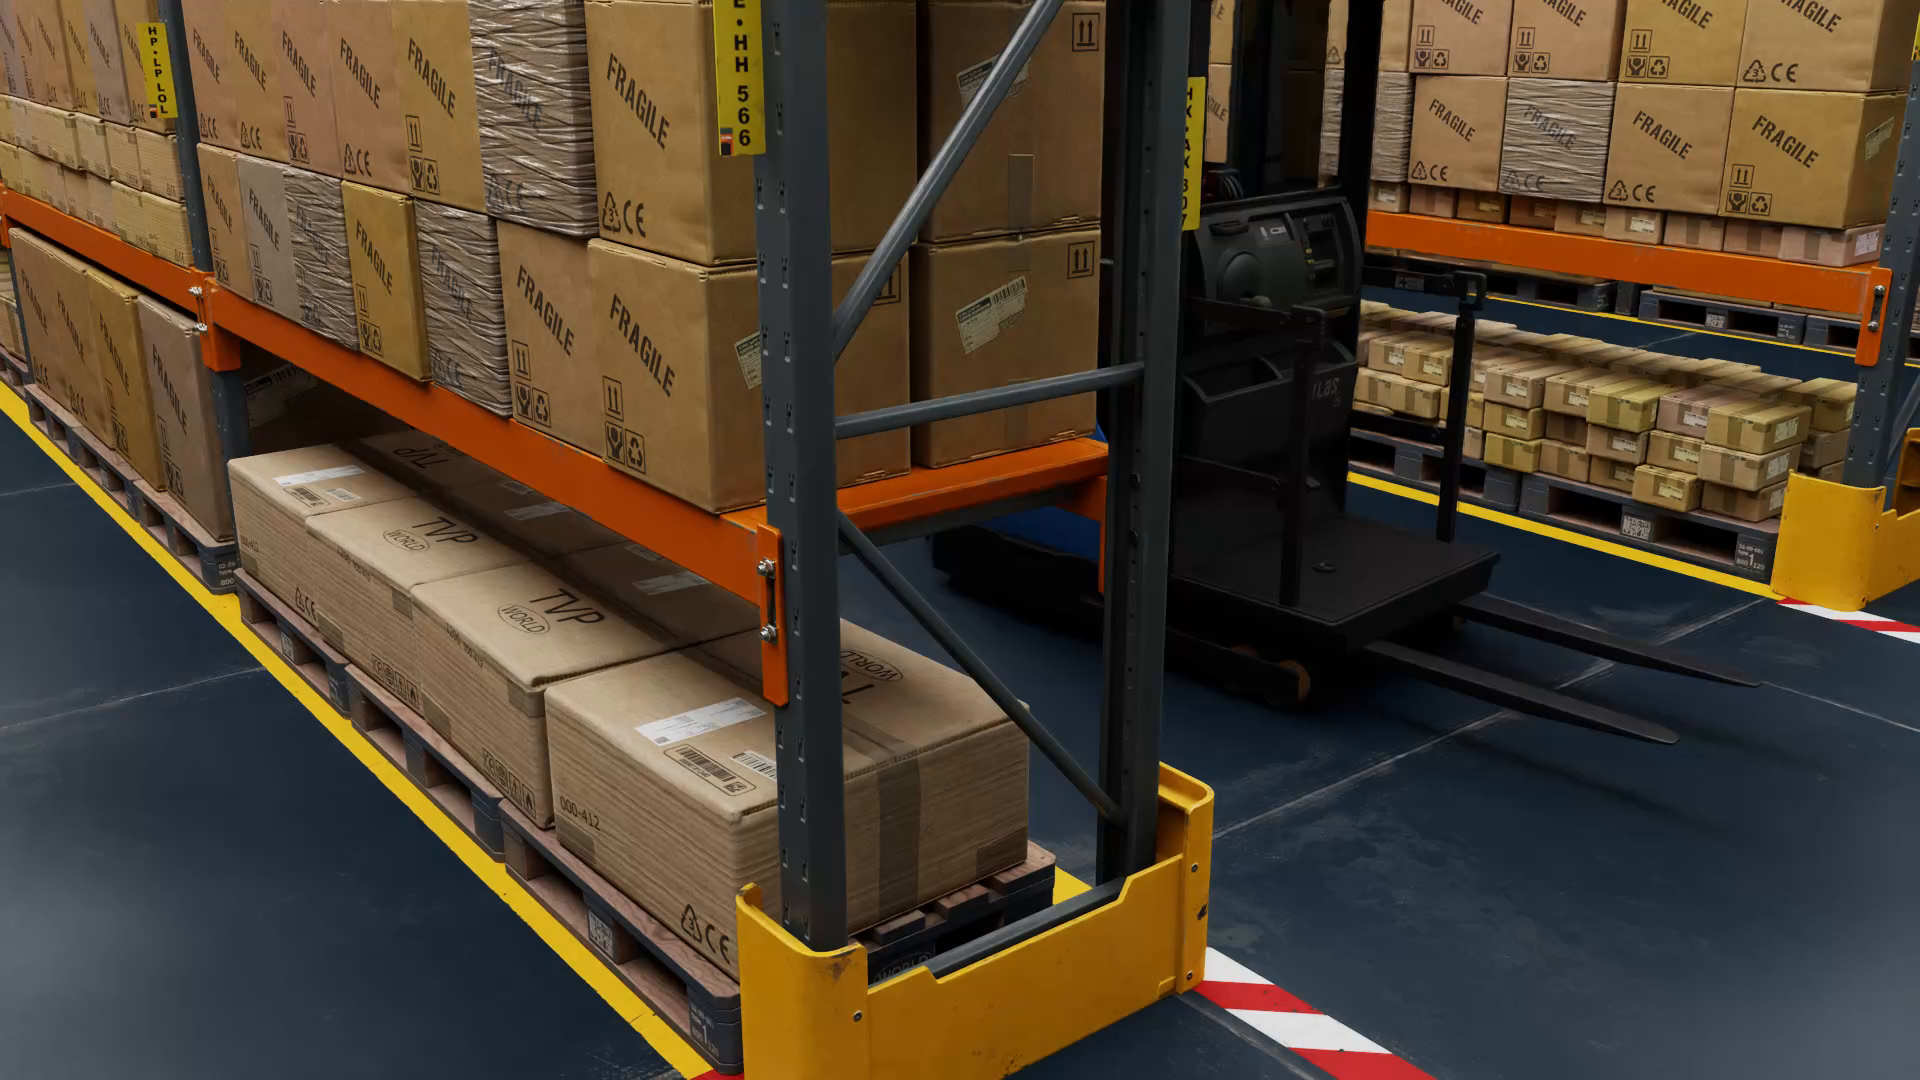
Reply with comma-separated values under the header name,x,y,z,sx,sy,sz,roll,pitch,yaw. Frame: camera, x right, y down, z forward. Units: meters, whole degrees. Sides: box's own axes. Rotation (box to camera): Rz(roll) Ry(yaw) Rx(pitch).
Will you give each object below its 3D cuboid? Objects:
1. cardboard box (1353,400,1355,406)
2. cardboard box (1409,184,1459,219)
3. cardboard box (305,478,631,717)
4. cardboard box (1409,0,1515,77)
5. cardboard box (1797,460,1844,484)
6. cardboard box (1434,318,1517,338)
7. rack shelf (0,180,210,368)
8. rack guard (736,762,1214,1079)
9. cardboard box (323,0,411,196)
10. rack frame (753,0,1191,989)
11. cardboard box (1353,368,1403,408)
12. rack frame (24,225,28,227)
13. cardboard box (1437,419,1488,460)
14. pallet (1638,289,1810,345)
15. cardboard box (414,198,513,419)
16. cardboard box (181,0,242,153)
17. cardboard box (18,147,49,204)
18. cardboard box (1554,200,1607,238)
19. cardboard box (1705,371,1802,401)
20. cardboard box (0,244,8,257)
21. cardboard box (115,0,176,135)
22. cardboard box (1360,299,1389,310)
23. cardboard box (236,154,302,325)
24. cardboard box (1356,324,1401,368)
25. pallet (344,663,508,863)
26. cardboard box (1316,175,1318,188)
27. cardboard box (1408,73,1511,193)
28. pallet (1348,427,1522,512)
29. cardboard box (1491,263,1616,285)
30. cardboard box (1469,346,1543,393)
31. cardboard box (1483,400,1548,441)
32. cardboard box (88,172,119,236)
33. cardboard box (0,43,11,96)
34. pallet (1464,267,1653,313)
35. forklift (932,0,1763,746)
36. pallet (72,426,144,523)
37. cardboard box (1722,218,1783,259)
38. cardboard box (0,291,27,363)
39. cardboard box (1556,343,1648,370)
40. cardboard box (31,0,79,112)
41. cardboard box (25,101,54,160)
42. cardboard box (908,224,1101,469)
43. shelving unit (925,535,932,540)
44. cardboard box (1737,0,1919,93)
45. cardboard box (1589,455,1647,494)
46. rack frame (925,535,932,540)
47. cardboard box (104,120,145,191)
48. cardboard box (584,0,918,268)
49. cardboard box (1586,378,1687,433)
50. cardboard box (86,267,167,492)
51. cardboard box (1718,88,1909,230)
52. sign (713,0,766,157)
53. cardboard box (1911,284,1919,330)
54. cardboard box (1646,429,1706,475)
name,x,y,z,sx,sy,sz,roll,pitch,yaw
cardboard box,2.111,-0.721,8.636,0.380,0.149,0.250,-15,24,-38
cardboard box,2.363,-1.632,7.918,0.380,0.149,0.250,-13,22,-34
cardboard box,-1.570,0.147,5.554,0.875,0.438,0.875,-15,23,-38
cardboard box,2.414,-2.380,7.554,0.500,0.500,0.500,-15,23,-38
cardboard box,3.794,-0.309,7.390,0.380,0.149,0.250,-13,23,-35
cardboard box,2.678,-1.041,8.656,0.380,0.149,0.250,-15,24,-38
rack shelf,-3.674,-1.417,8.015,1.077,0.370,4.000,-14,23,-36
rack guard,0.066,0.912,3.812,1.175,0.500,0.348,-14,23,-36
cardboard box,-1.397,-1.244,4.599,0.500,0.500,0.500,-14,23,-37
rack frame,0.051,-0.280,3.437,1.000,3.000,0.127,-14,23,-36
cardboard box,2.191,-0.780,8.341,0.380,0.149,0.250,-14,23,-37
rack frame,-7.399,-3.237,12.367,1.000,3.000,0.127,-14,23,-36
cardboard box,2.518,-0.512,8.004,0.380,0.149,0.250,-13,23,-35
pallet,5.747,-1.674,12.081,1.003,0.211,1.213,-14,23,-36
cardboard box,-1.083,-0.646,4.383,0.500,0.500,0.500,-13,22,-35
cardboard box,-2.327,-1.623,5.743,0.500,0.500,0.500,-14,23,-36
cardboard box,-4.477,-1.887,8.529,0.500,0.250,0.500,-15,23,-38
cardboard box,2.835,-1.434,7.319,0.380,0.149,0.250,-15,24,-38
cardboard box,3.544,-0.639,7.442,0.380,0.149,0.250,-13,23,-35
cardboard box,-6.623,-1.884,11.792,0.950,0.372,0.625,-12,22,-33
cardboard box,-2.907,-1.849,6.425,0.500,0.500,0.500,-13,22,-34
cardboard box,2.160,-1.233,9.236,0.380,0.149,0.250,-14,23,-37
cardboard box,-2.037,-1.022,5.517,0.500,0.500,0.500,-14,23,-36
cardboard box,2.031,-0.989,8.499,0.380,0.149,0.250,-13,23,-35
pallet,-1.260,0.561,5.331,1.003,0.211,1.213,-14,23,-36
cardboard box,1.894,-1.831,8.520,0.380,0.149,0.250,-15,24,-38
cardboard box,2.448,-1.896,7.685,0.500,0.500,0.500,-13,22,-33
pallet,2.592,-0.474,8.457,1.003,0.211,1.213,-14,23,-36
cardboard box,4.923,-2.544,12.987,1.225,0.875,0.875,-14,23,-36
cardboard box,2.572,-0.811,7.960,0.380,0.149,0.250,-15,23,-38
cardboard box,2.662,-0.585,7.753,0.380,0.149,0.250,-14,23,-35
cardboard box,-3.522,-1.510,7.388,0.500,0.250,0.500,-15,23,-38
cardboard box,-4.801,-2.604,8.706,0.500,0.500,0.500,-15,23,-38
pallet,4.798,-2.052,13.222,1.003,0.211,1.213,-14,23,-36
forklift,1.269,-0.999,5.717,1.130,2.935,3.031,-17,25,-41
pallet,-3.732,-0.418,8.290,1.003,0.211,1.213,-14,23,-36
cardboard box,3.320,-1.246,6.752,0.380,0.149,0.250,-14,23,-36
cardboard box,-5.259,-1.344,10.163,0.950,0.372,0.625,-16,24,-40
cardboard box,3.105,-0.842,8.053,0.380,0.149,0.250,-13,22,-34
cardboard box,-3.866,-2.228,7.571,0.500,0.500,0.500,-14,23,-35
cardboard box,-4.175,-1.992,8.049,0.500,0.250,0.500,-14,23,-36
cardboard box,-0.022,-0.502,3.947,0.500,0.500,0.500,-14,23,-37
shelving unit,0.005,-0.425,7.215,0.258,0.900,0.210,-14,23,-36
cardboard box,3.390,-1.999,6.404,0.500,0.500,0.500,-15,23,-37
cardboard box,3.043,-0.332,7.459,0.380,0.149,0.250,-14,23,-36
rack frame,-0.058,-0.450,7.291,0.240,0.900,0.006,-14,23,-36
cardboard box,-3.213,-1.615,6.911,0.500,0.250,0.500,-13,23,-35
cardboard box,-0.435,-0.875,3.482,0.500,0.500,0.500,-13,22,-34
cardboard box,2.970,-0.593,7.301,0.380,0.149,0.250,-15,23,-37
cardboard box,-3.447,-0.815,7.763,0.875,0.875,0.875,-13,22,-35
cardboard box,3.388,-1.520,6.550,0.500,0.500,0.500,-13,23,-35
sign,-0.383,-0.840,2.908,0.100,0.325,0.005,-14,23,-36
cardboard box,6.795,-1.771,10.652,0.875,0.875,0.875,-14,23,-36
cardboard box,3.197,-0.408,7.216,0.380,0.149,0.250,-15,23,-37
